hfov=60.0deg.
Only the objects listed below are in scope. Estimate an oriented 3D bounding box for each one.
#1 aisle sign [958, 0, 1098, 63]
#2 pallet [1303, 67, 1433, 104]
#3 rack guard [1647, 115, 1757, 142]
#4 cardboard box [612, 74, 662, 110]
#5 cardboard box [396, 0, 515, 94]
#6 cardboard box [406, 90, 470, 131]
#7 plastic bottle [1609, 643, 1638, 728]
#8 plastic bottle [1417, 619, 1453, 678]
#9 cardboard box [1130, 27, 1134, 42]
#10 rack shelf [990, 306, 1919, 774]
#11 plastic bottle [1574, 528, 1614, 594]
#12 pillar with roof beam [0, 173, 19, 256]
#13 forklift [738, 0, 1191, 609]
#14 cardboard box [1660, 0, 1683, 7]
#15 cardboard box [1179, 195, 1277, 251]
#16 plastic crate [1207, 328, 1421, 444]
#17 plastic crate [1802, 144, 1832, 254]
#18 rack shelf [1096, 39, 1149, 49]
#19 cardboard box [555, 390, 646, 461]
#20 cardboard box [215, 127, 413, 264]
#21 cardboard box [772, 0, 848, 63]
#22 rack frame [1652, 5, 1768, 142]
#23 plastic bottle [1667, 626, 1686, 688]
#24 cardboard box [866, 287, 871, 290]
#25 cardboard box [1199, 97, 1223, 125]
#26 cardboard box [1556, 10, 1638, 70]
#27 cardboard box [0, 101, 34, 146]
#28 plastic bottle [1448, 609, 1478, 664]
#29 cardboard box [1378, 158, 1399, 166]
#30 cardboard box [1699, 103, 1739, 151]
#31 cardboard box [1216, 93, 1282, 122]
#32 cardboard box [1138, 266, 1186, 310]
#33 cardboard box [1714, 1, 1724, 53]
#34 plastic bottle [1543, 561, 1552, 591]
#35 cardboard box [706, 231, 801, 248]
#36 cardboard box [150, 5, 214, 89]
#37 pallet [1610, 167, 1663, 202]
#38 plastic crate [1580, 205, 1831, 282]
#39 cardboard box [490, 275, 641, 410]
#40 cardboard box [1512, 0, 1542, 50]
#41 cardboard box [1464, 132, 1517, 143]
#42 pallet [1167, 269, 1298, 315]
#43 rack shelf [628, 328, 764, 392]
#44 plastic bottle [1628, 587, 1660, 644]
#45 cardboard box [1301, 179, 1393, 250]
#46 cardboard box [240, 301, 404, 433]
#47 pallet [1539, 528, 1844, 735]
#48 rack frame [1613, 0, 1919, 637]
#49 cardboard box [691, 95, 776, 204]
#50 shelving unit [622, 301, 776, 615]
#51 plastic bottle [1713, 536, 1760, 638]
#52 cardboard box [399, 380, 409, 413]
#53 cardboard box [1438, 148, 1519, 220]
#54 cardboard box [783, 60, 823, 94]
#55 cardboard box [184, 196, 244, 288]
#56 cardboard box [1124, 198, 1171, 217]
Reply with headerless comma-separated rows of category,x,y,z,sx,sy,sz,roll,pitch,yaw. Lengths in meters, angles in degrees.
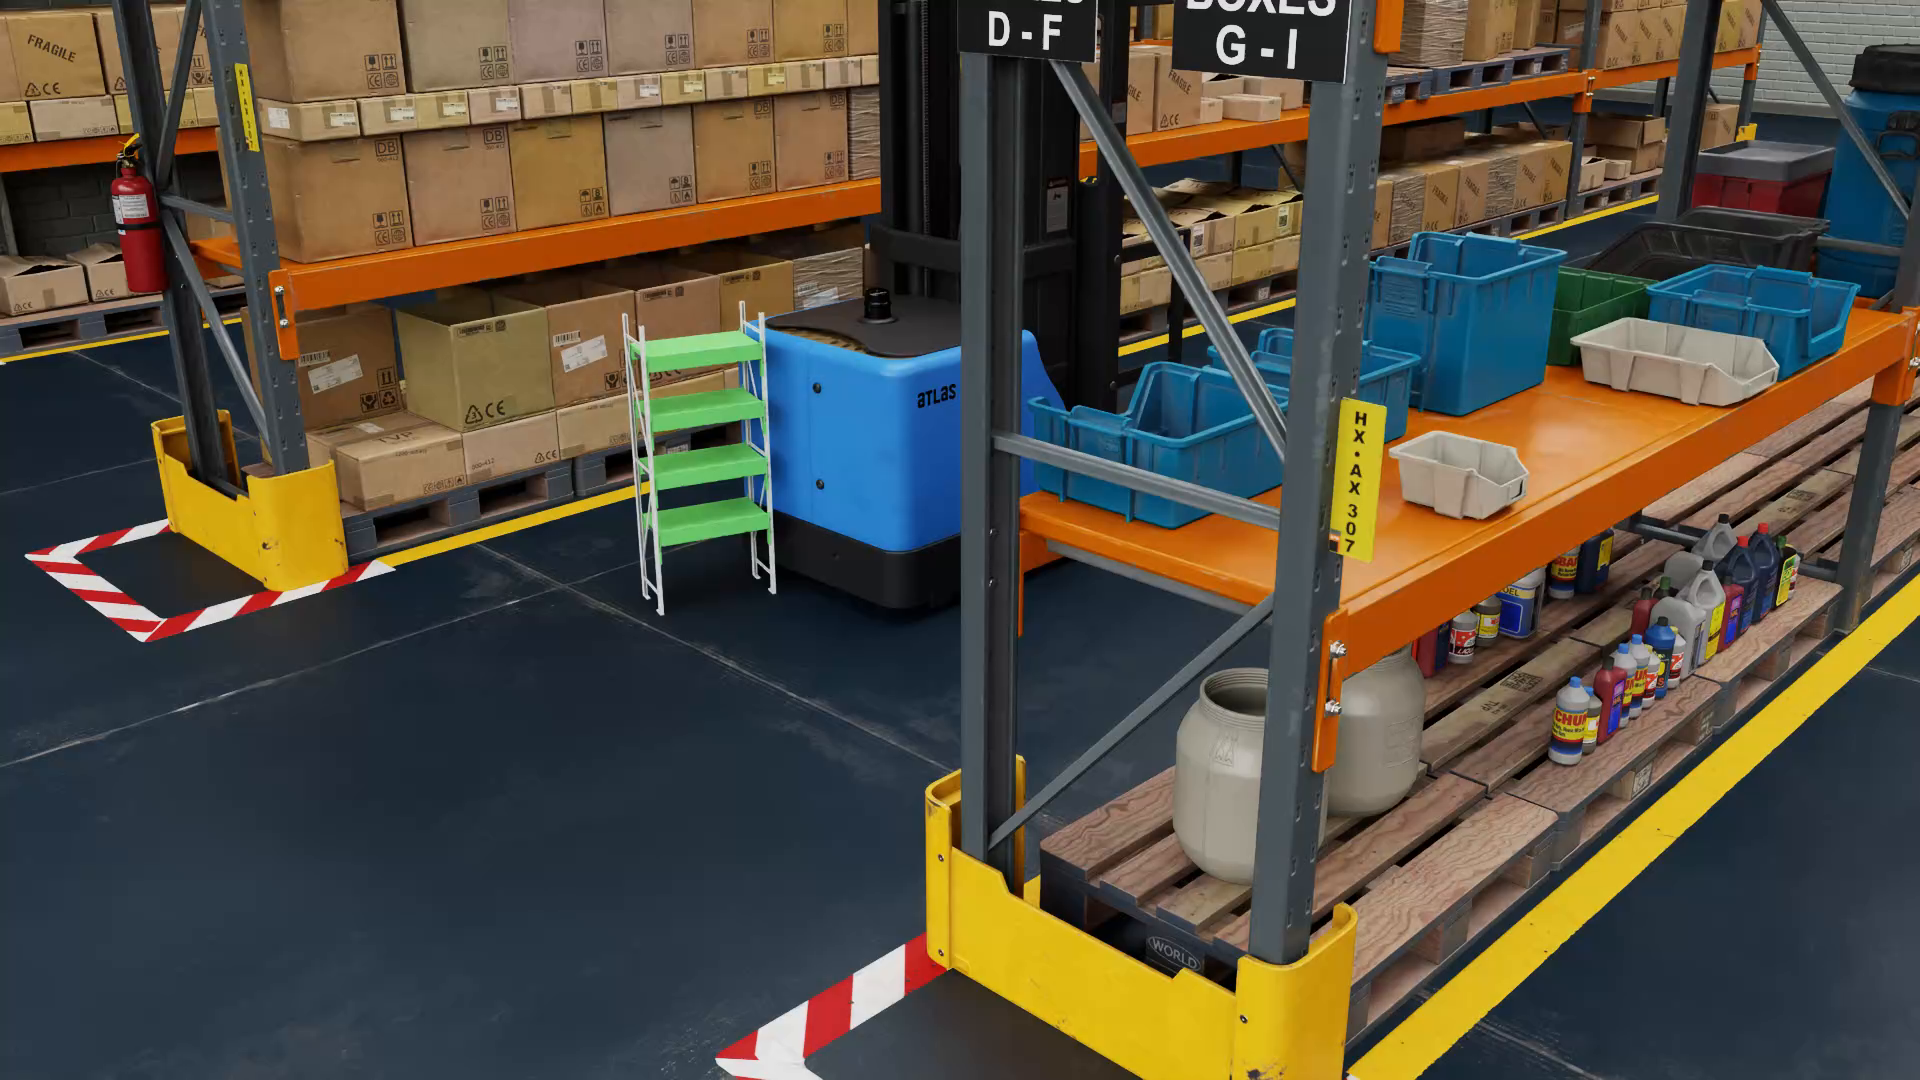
aisle sign,0.137,-1.397,3.405,0.394,0.787,0.004,19,28,41
pallet,2.857,-3.527,12.838,1.213,0.211,1.003,19,28,41
rack guard,7.962,-4.295,18.053,1.175,0.500,0.348,19,28,41
cardboard box,-1.645,-2.160,7.970,0.380,0.149,0.250,20,28,41
cardboard box,-2.411,-2.288,7.398,0.700,0.500,0.500,18,28,39
cardboard box,-2.361,-1.897,7.286,0.380,0.149,0.250,19,28,41
plastic bottle,2.127,0.464,5.376,0.097,0.271,0.097,0,21,0
plastic bottle,1.639,0.321,5.730,0.061,0.283,0.133,19,28,41
cardboard box,1.640,-5.426,17.834,0.380,0.149,0.250,20,28,41
rack shelf,1.795,-0.306,5.193,1.077,0.370,4.000,19,28,41
plastic bottle,2.434,0.015,6.434,0.144,0.351,0.185,19,28,41
pillar with roof beam,-3.745,-4.727,7.329,9.100,9.000,0.400,19,28,41
forklift,0.439,-1.530,7.470,1.130,2.935,3.031,19,28,41
cardboard box,6.474,-5.282,15.603,0.500,0.500,0.500,18,28,39
cardboard box,1.888,-2.268,11.759,0.500,0.311,0.500,19,28,40
plastic crate,0.992,-0.428,4.713,0.499,0.251,0.408,19,28,41
plastic crate,3.737,-1.510,7.345,0.392,0.384,0.575,19,28,41
rack shelf,0.278,-4.842,16.994,1.077,0.370,4.000,19,28,41
cardboard box,-1.917,-0.621,8.257,0.500,0.250,0.500,19,28,41
cardboard box,-2.811,-1.532,7.240,0.700,0.500,0.500,19,28,41
cardboard box,-1.012,-2.803,8.739,0.700,0.500,0.500,19,28,41
rack frame,8.016,-5.481,17.655,1.000,3.000,0.127,19,28,41
plastic bottle,2.410,0.393,5.659,0.097,0.201,0.097,0,21,0
cardboard box,-0.274,-1.489,10.514,0.500,0.250,0.500,19,28,40
cardboard box,1.585,-2.966,11.460,0.250,0.149,0.380,-18,27,-38
cardboard box,5.776,-4.563,15.125,0.500,0.500,0.500,-19,28,-41
cardboard box,-6.130,-2.593,10.320,0.500,0.250,0.500,18,28,39
plastic bottle,1.762,0.324,5.838,0.097,0.201,0.097,0,21,0
cardboard box,3.280,-2.896,13.798,0.500,0.500,0.500,18,27,39
cardboard box,7.813,-4.319,17.500,0.500,0.500,0.500,19,28,41
cardboard box,2.005,-3.007,11.568,0.380,0.149,0.250,19,28,41
cardboard box,1.176,-1.746,11.185,0.500,0.250,0.500,-20,28,-41
cardboard box,7.187,-5.084,16.481,0.500,0.500,0.500,20,28,41
plastic bottle,2.199,0.027,6.402,0.144,0.351,0.185,18,27,38
cardboard box,-1.247,-1.488,9.467,0.500,0.500,0.500,19,28,41
cardboard box,-5.081,-3.336,11.208,0.500,0.500,0.500,-19,28,-40
pallet,6.556,-3.643,16.759,1.003,0.211,1.213,19,28,41
plastic crate,2.734,-1.024,6.145,0.767,0.338,0.504,19,28,41
cardboard box,-1.926,-0.974,8.130,0.500,0.500,0.500,19,28,41
cardboard box,4.734,-4.630,14.715,0.700,0.500,0.500,9,23,23
cardboard box,4.713,-3.428,15.184,0.500,0.500,0.500,18,27,38
pallet,1.832,-1.922,12.280,1.003,0.211,1.213,19,28,41
rack shelf,-1.051,-0.720,6.616,0.480,0.148,0.258,-10,23,-25
plastic bottle,2.396,0.291,5.810,0.061,0.283,0.133,19,28,41
cardboard box,2.957,-2.509,12.792,0.500,0.500,0.500,-19,28,-40
cardboard box,-2.985,-0.844,7.790,0.500,0.500,0.500,19,28,41
pallet,2.692,0.308,6.480,1.003,0.211,1.213,19,28,41
rack frame,3.191,-1.156,6.402,1.000,3.000,0.127,19,28,41
cardboard box,-1.377,-2.063,8.621,0.500,0.500,0.700,-20,28,-41
shelving unit,-1.051,-0.332,6.765,0.503,1.200,0.258,-10,23,-25
plastic bottle,2.814,0.162,6.051,0.144,0.351,0.185,18,27,38
cardboard box,-2.644,-0.624,8.266,0.500,0.250,0.500,19,28,41
cardboard box,4.385,-3.039,14.172,0.500,0.500,0.500,20,29,41
cardboard box,-0.929,-2.424,8.657,0.380,0.149,0.250,19,28,41
cardboard box,-5.206,-2.124,11.790,0.700,0.500,0.500,17,27,37
cardboard box,1.141,-2.271,11.767,0.500,0.311,0.500,18,28,39
